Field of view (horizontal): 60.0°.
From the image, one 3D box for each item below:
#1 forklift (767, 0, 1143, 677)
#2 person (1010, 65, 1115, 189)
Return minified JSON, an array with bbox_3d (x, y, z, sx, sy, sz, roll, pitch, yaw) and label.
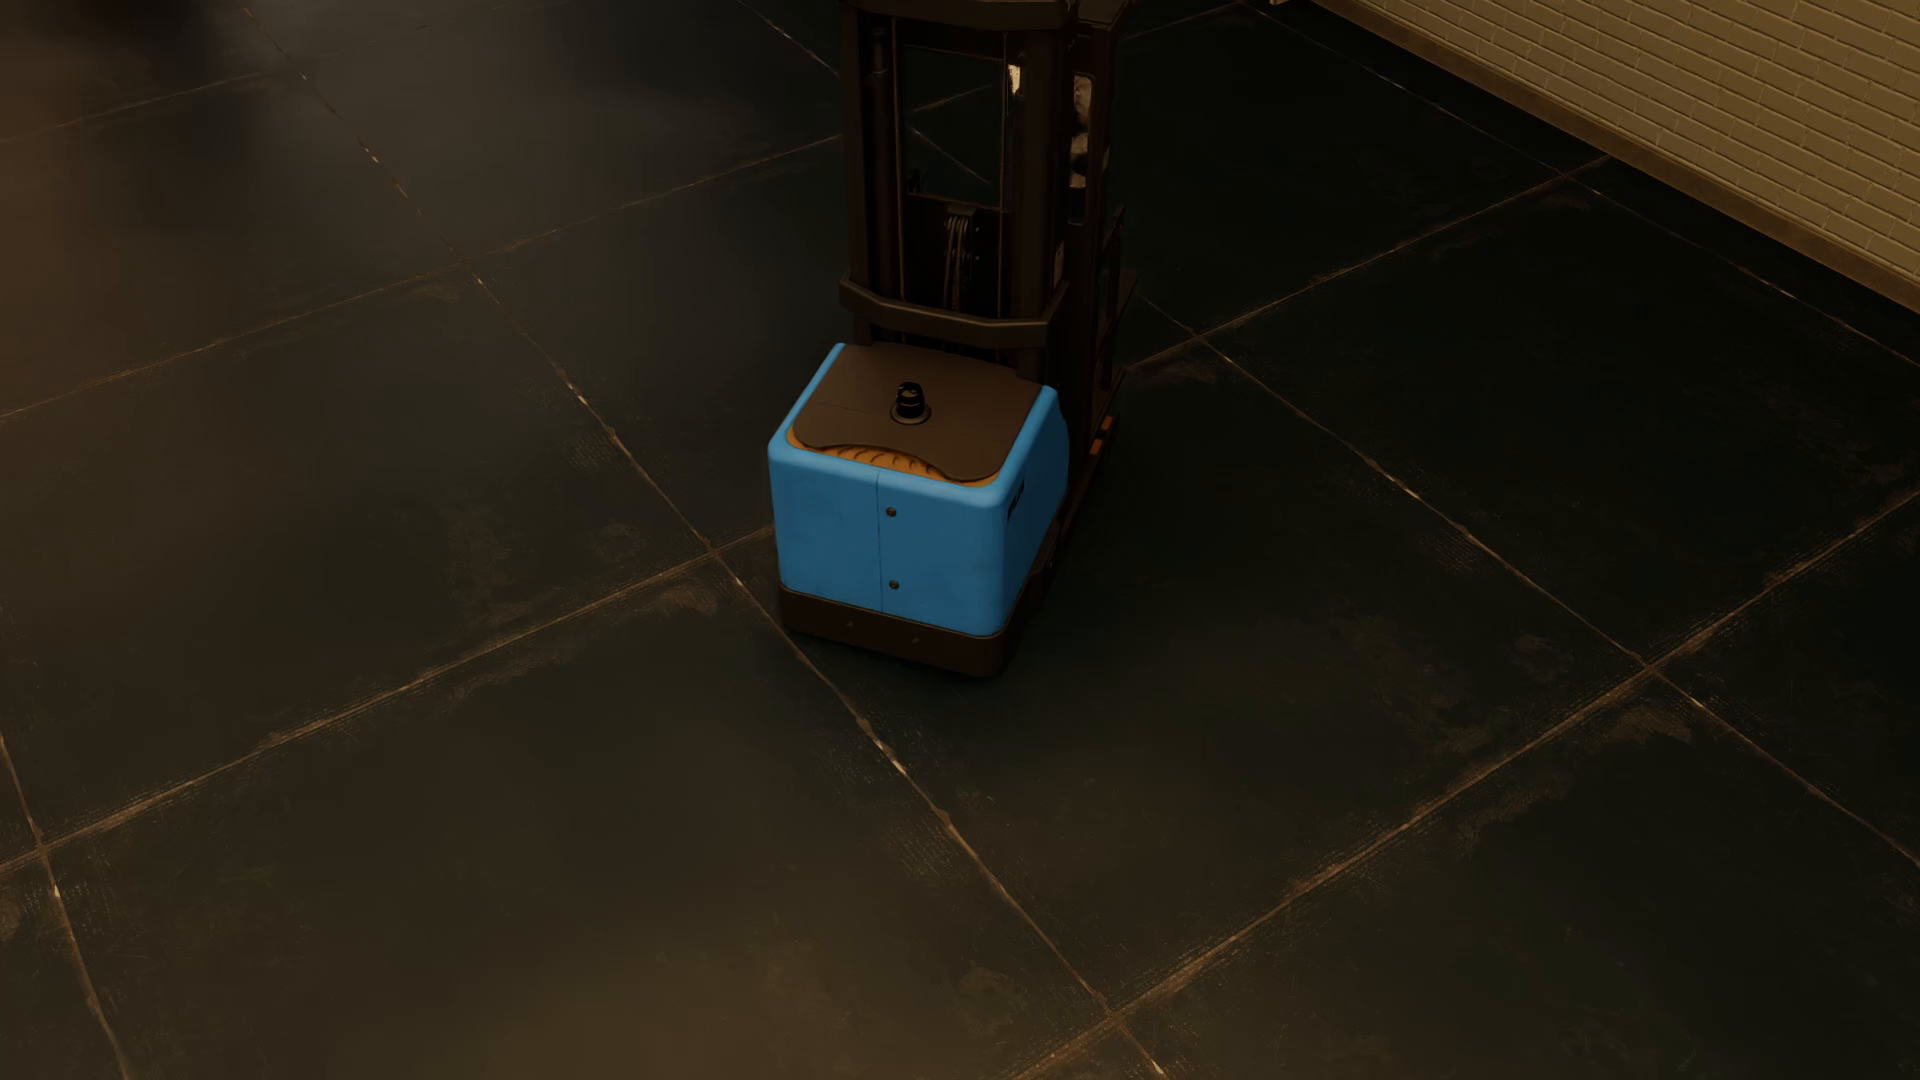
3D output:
[{"bbox_3d":[0.162,-1.501,7.344,1.130,2.935,3.031,13,44,14],"label":"forklift"},{"bbox_3d":[0.553,-2.605,9.542,0.758,1.570,0.473,-31,51,-29],"label":"person"}]
